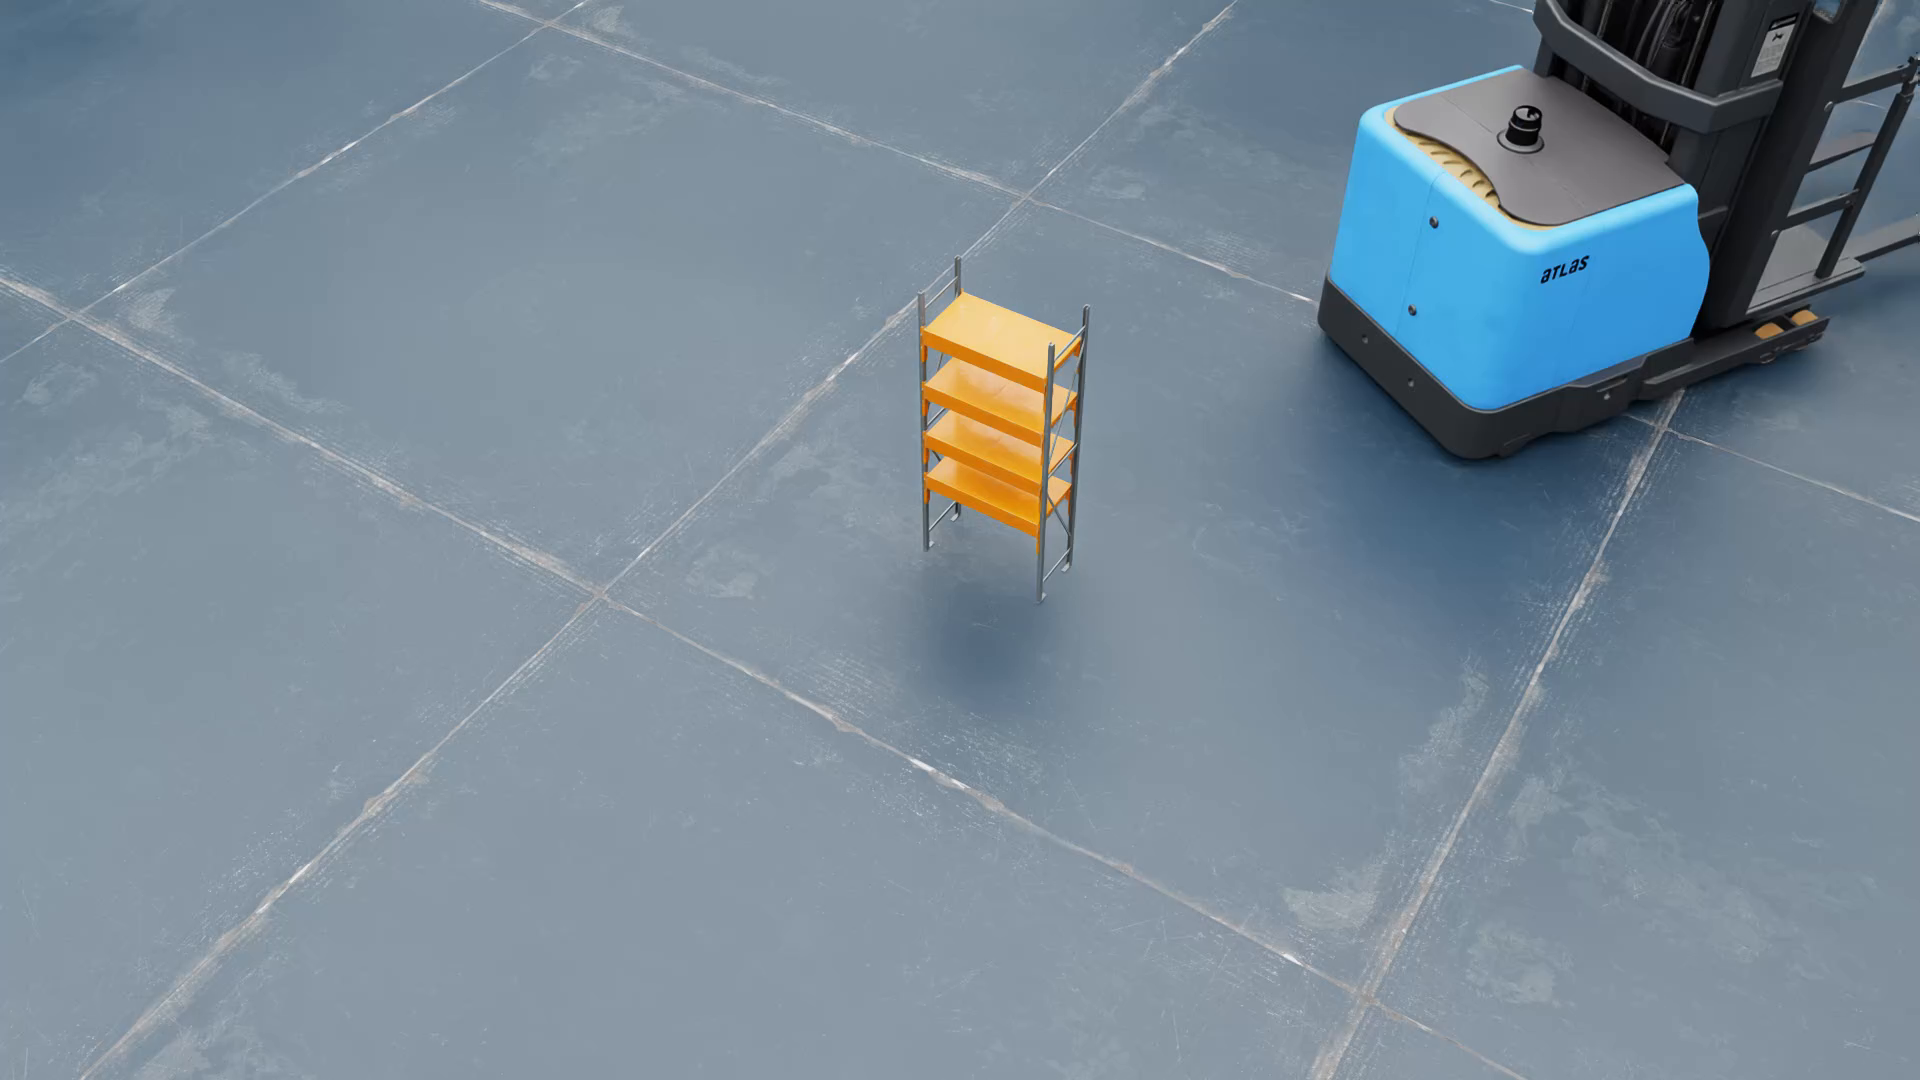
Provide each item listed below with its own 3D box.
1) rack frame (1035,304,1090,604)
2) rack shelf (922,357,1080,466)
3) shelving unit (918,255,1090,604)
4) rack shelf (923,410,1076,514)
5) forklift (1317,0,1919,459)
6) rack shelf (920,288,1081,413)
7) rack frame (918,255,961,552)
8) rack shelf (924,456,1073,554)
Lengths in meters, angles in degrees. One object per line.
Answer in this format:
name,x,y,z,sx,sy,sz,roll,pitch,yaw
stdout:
rack frame,0.345,-0.260,5.666,0.015,1.200,0.240,25,51,22
rack shelf,0.139,-0.463,5.645,0.480,0.148,0.258,25,51,22
shelving unit,0.139,-0.354,5.757,0.503,1.200,0.258,25,51,22
rack shelf,0.139,-0.307,5.806,0.480,0.148,0.258,25,51,22
forklift,3.068,-2.082,6.229,3.031,2.935,1.130,-20,49,-18
rack shelf,0.139,-0.628,5.476,0.480,0.148,0.258,25,51,22
rack frame,-0.066,-0.449,5.849,0.015,1.200,0.240,25,51,22
rack shelf,0.139,-0.169,5.948,0.480,0.148,0.258,25,51,22
